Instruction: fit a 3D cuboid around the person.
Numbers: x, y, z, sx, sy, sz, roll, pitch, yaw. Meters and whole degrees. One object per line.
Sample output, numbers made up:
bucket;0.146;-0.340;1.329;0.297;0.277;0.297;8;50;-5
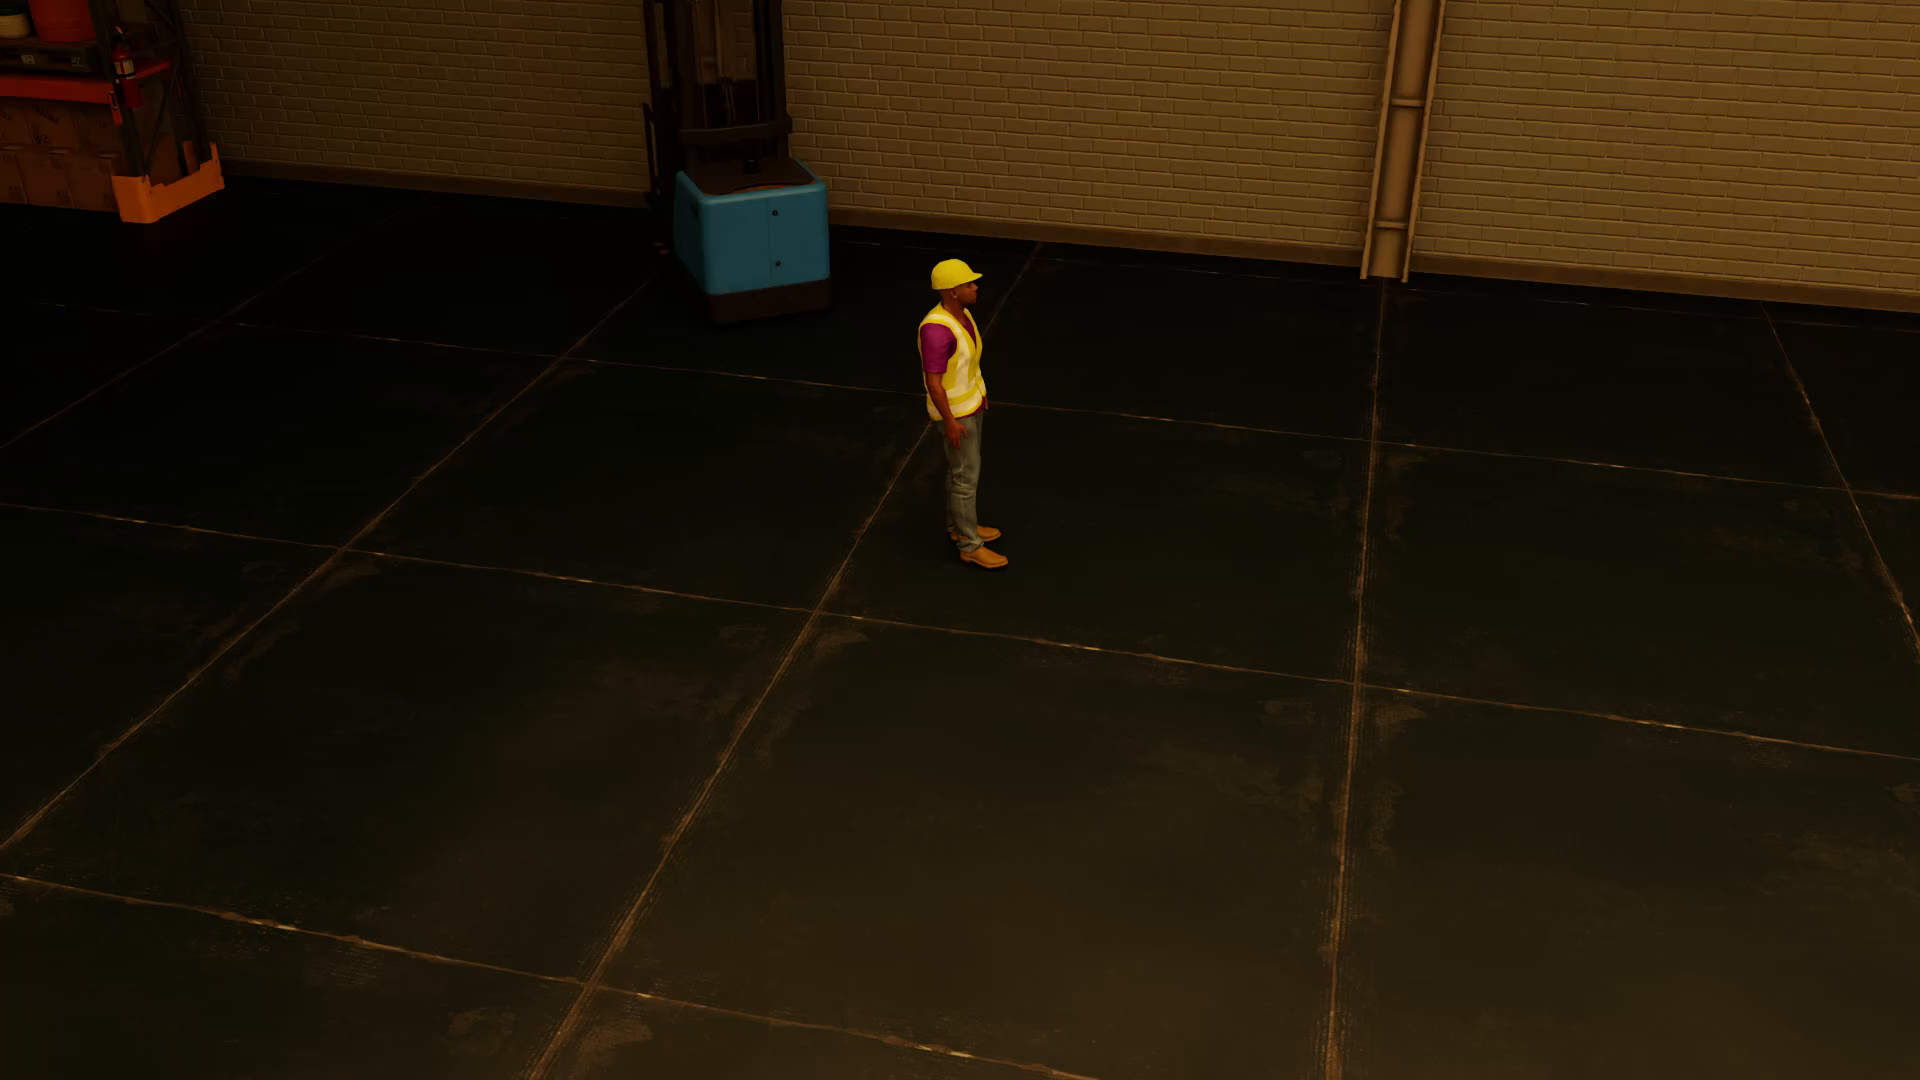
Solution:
person;0.067;-0.764;9.685;0.575;1.768;0.665;7;30;12

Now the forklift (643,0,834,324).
forklift;-2.039;-3.668;13.645;1.130;2.935;3.031;-11;31;-19
